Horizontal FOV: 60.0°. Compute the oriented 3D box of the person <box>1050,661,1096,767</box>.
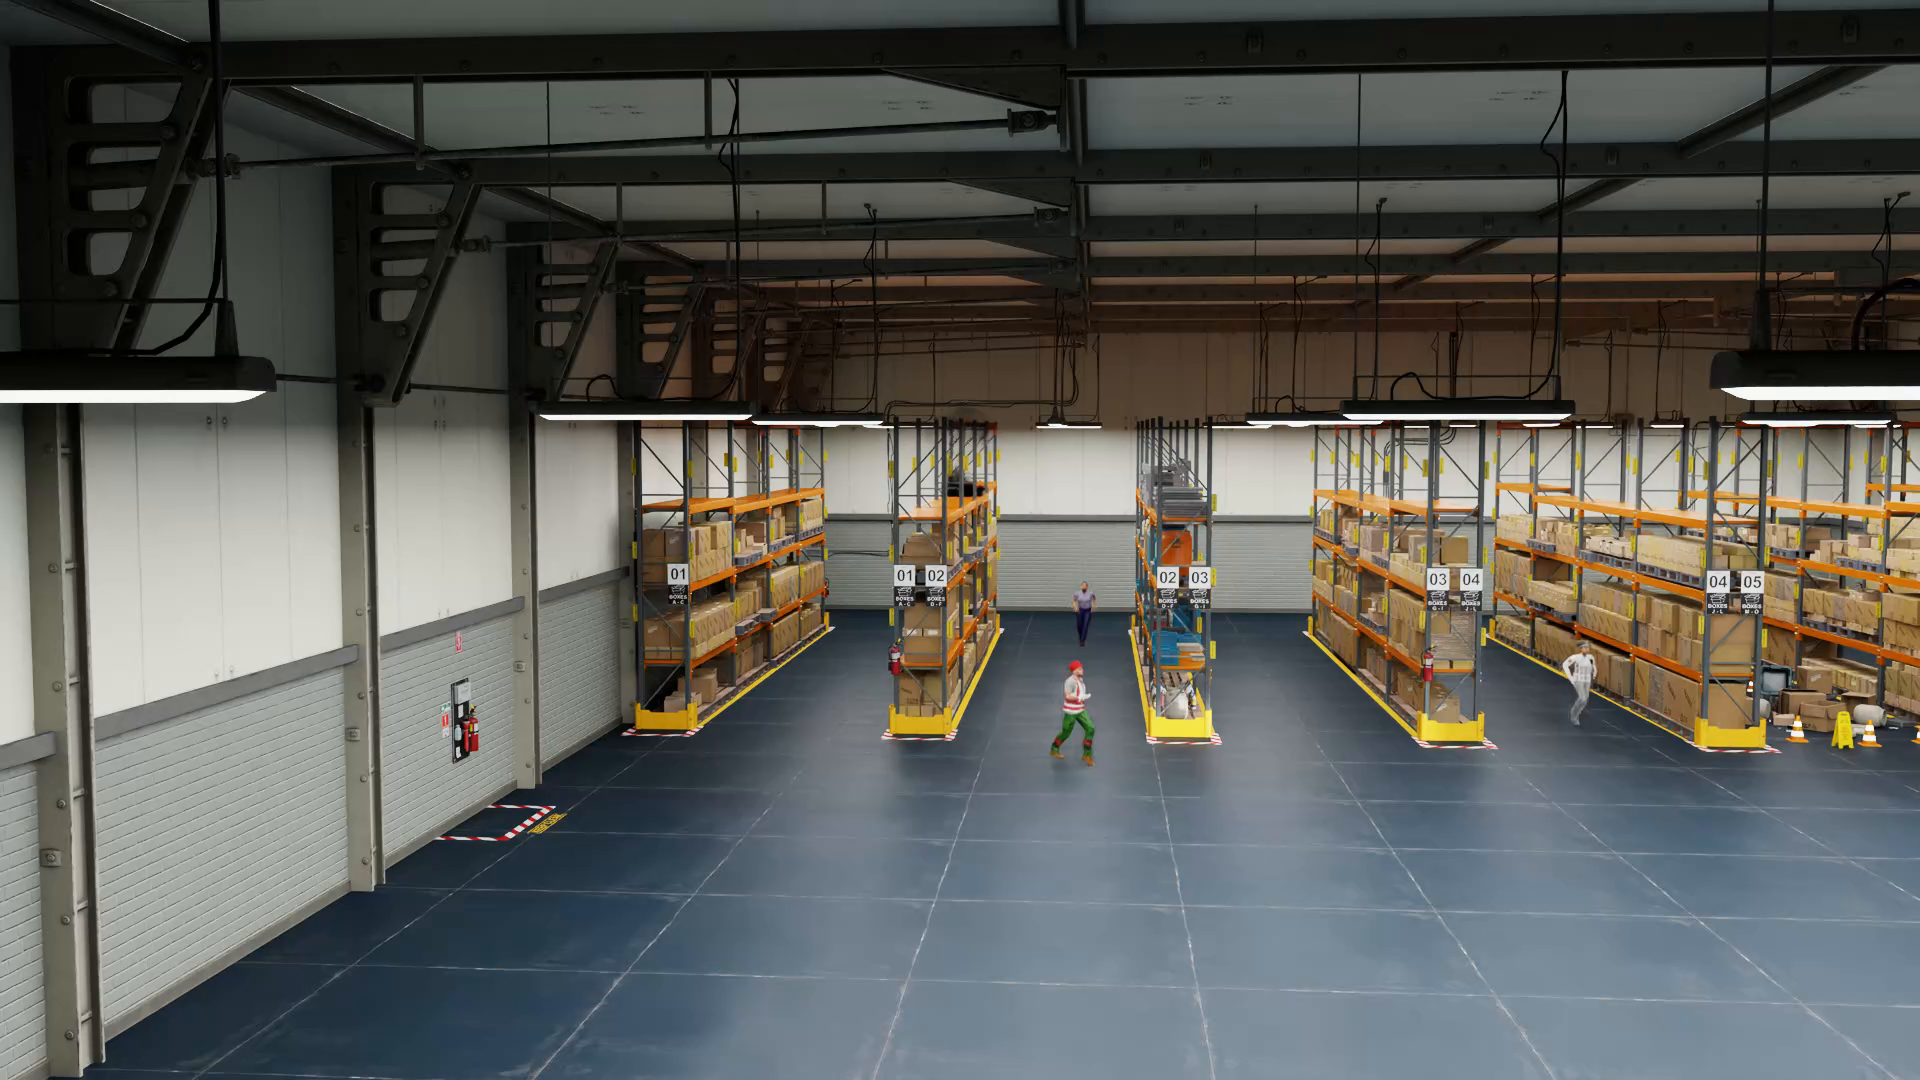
[{"bbox_3d":[1.898,2.981,28.548,0.862,1.837,0.627,3,5,38],"label":"person"}]

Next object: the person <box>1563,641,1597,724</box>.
[{"bbox_3d":[12.117,2.774,32.365,0.613,1.651,0.608,-1,4,-11],"label":"person"}]

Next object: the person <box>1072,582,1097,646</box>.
[{"bbox_3d":[3.173,1.878,42.453,0.627,1.606,0.584,0,4,4],"label":"person"}]
